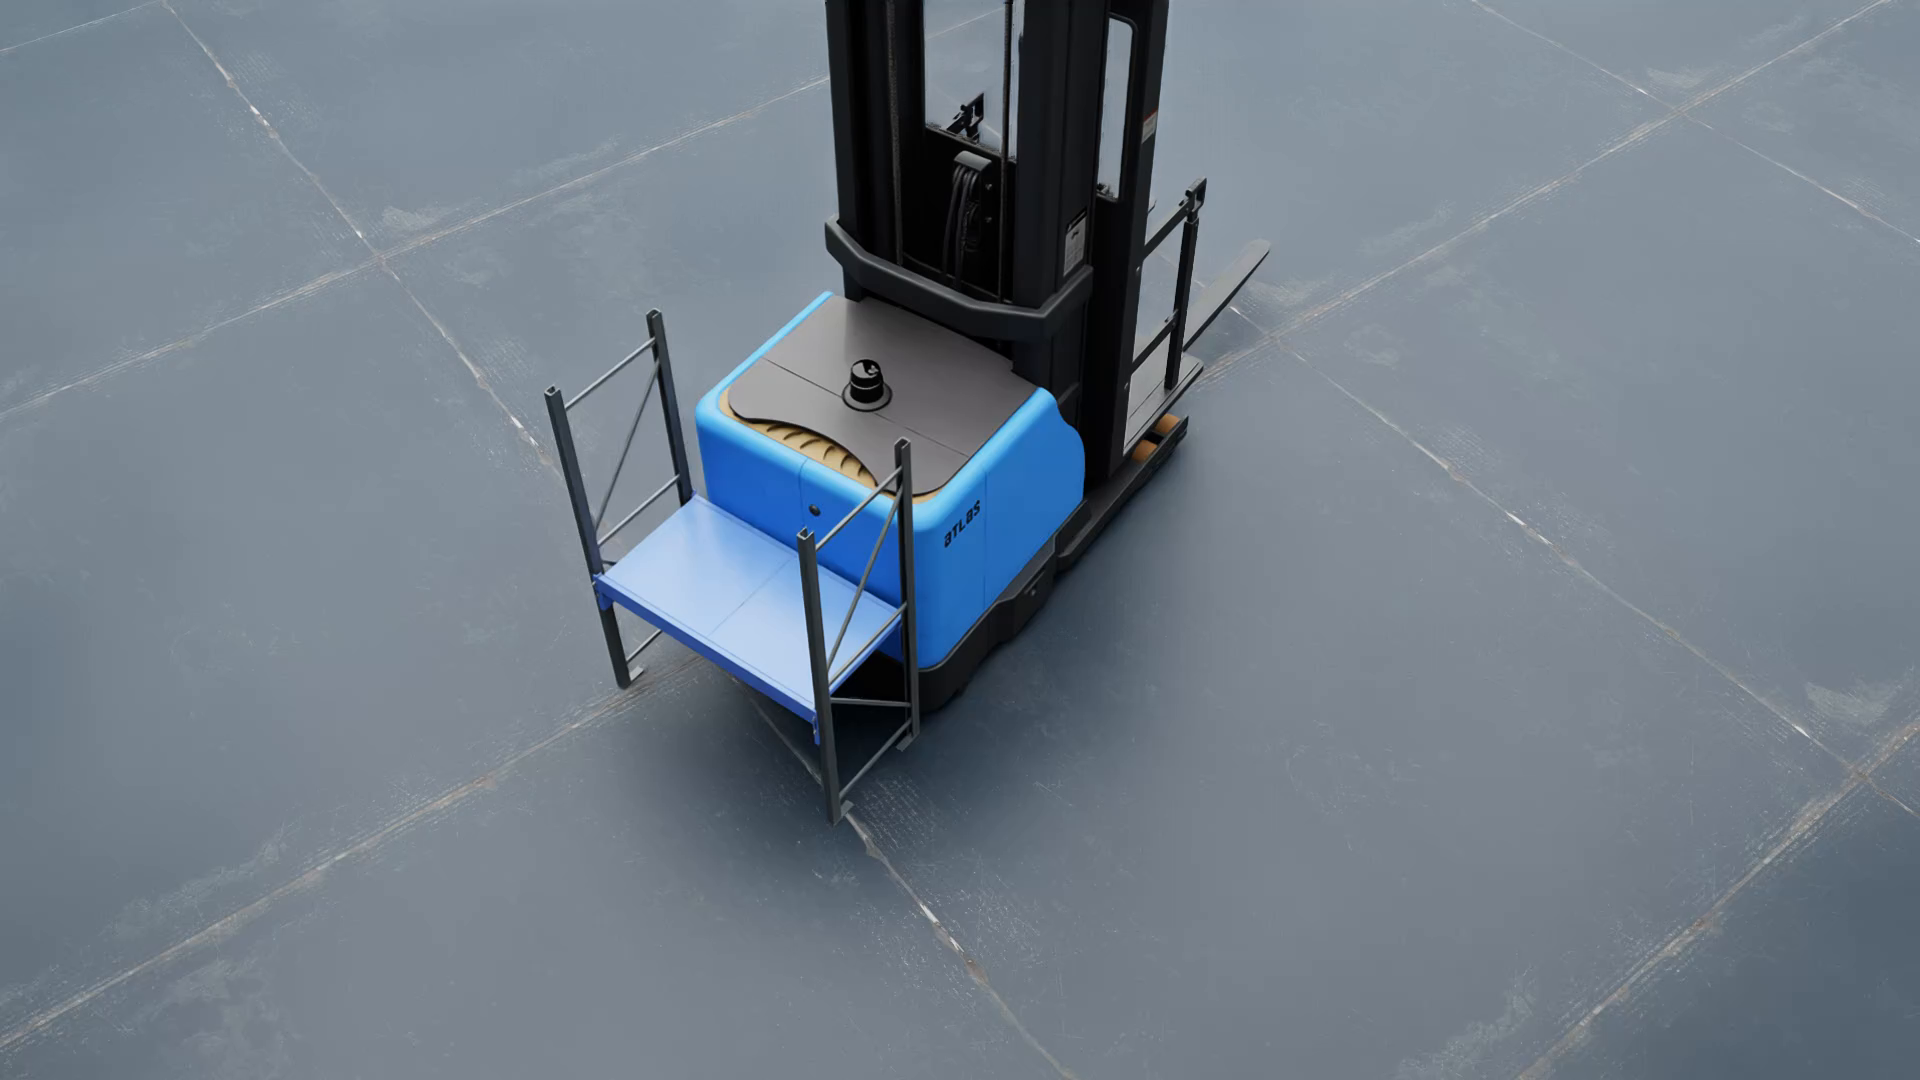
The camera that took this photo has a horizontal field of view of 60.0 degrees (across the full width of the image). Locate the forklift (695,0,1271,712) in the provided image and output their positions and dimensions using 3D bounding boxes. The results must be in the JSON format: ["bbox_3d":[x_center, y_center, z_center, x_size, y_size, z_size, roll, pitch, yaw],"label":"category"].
[{"bbox_3d":[0.310,-1.422,6.060,1.130,2.935,3.031,27,53,22],"label":"forklift"}]

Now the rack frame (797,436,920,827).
[{"bbox_3d":[-0.307,0.347,5.422,0.032,1.500,0.500,28,54,23],"label":"rack frame"}]

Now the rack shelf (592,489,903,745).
[{"bbox_3d":[-0.717,0.246,5.756,1.000,0.185,0.538,28,54,23],"label":"rack shelf"}]

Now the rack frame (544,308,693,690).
[{"bbox_3d":[-1.128,-0.097,5.824,0.032,1.500,0.500,28,54,23],"label":"rack frame"}]

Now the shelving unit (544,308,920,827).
[{"bbox_3d":[-0.717,0.125,5.623,1.048,1.500,0.538,28,54,23],"label":"shelving unit"}]
